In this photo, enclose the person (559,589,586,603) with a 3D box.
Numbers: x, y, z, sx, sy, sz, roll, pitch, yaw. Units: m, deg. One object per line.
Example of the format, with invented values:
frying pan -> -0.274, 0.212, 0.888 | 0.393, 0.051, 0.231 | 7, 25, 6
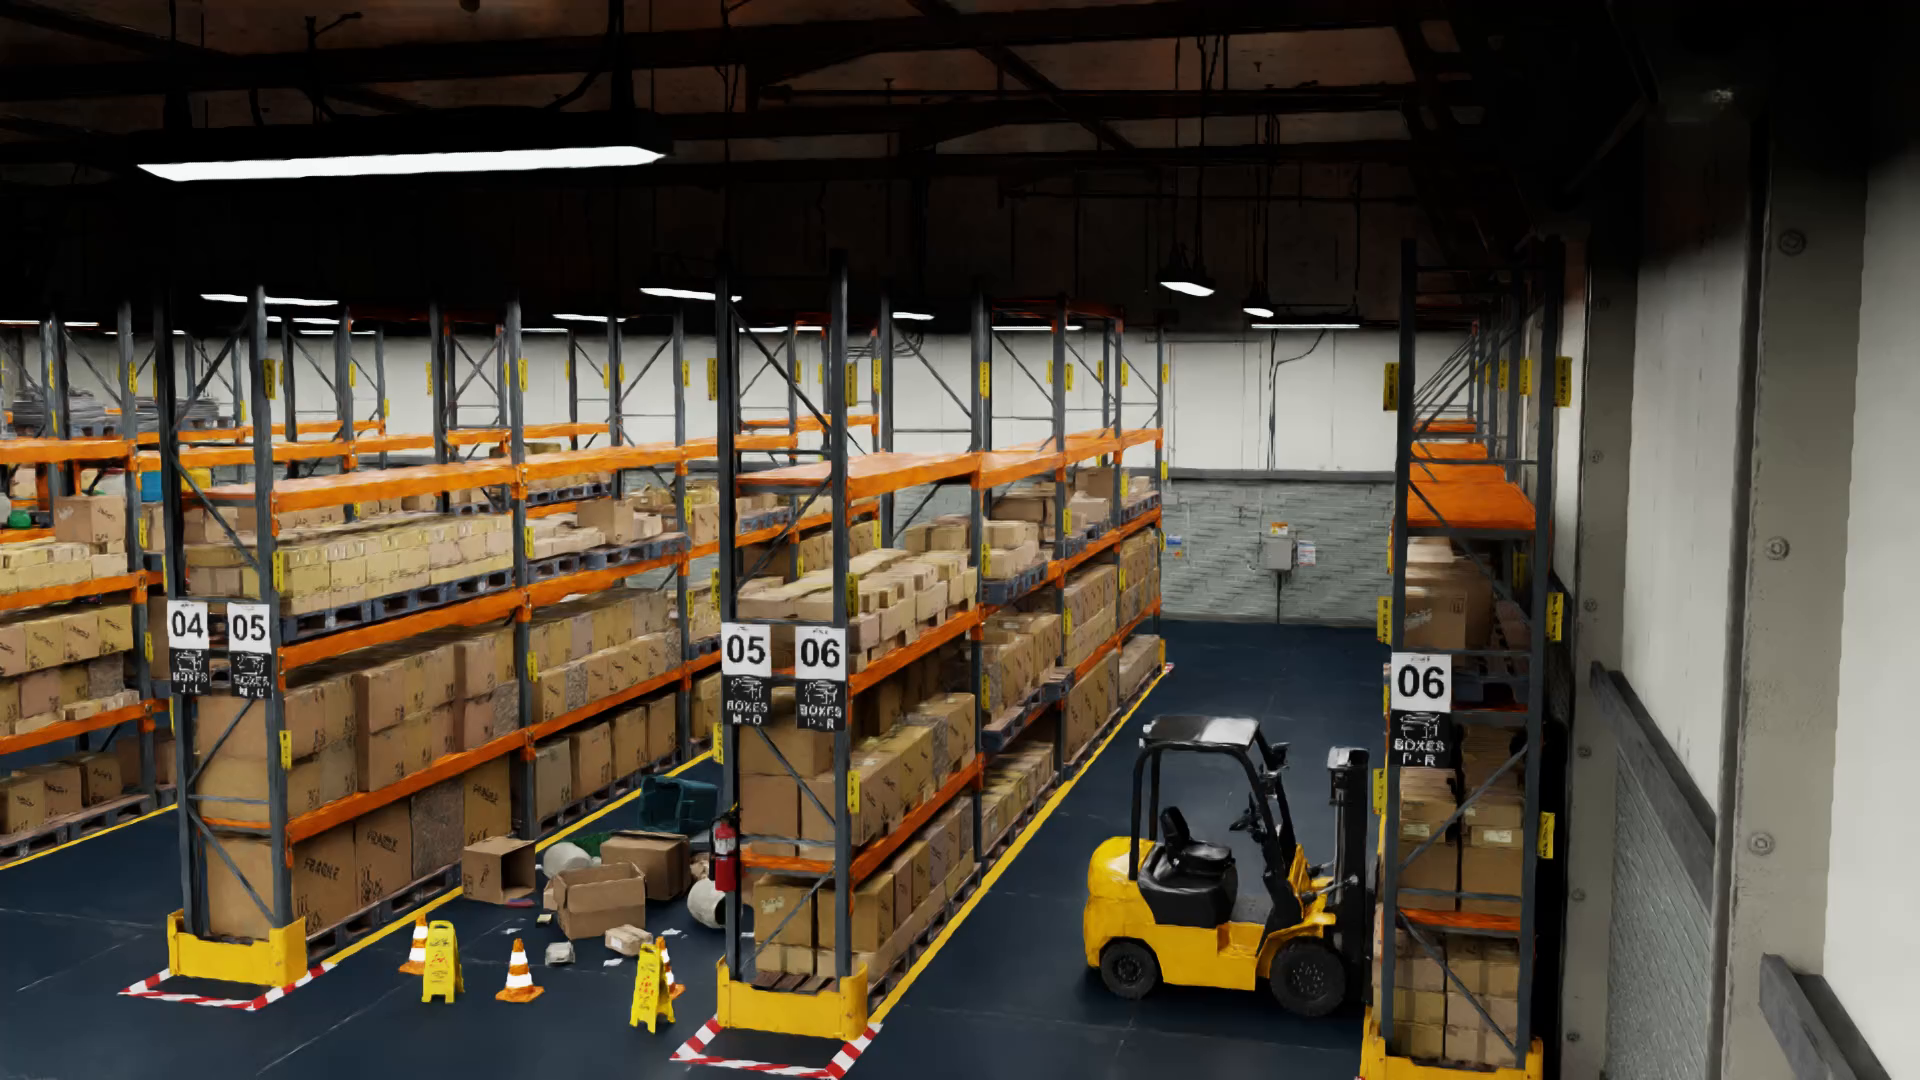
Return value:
person -> -6.188, 1.470, 26.519 | 0.625, 1.765, 0.497 | -6, 8, -44
